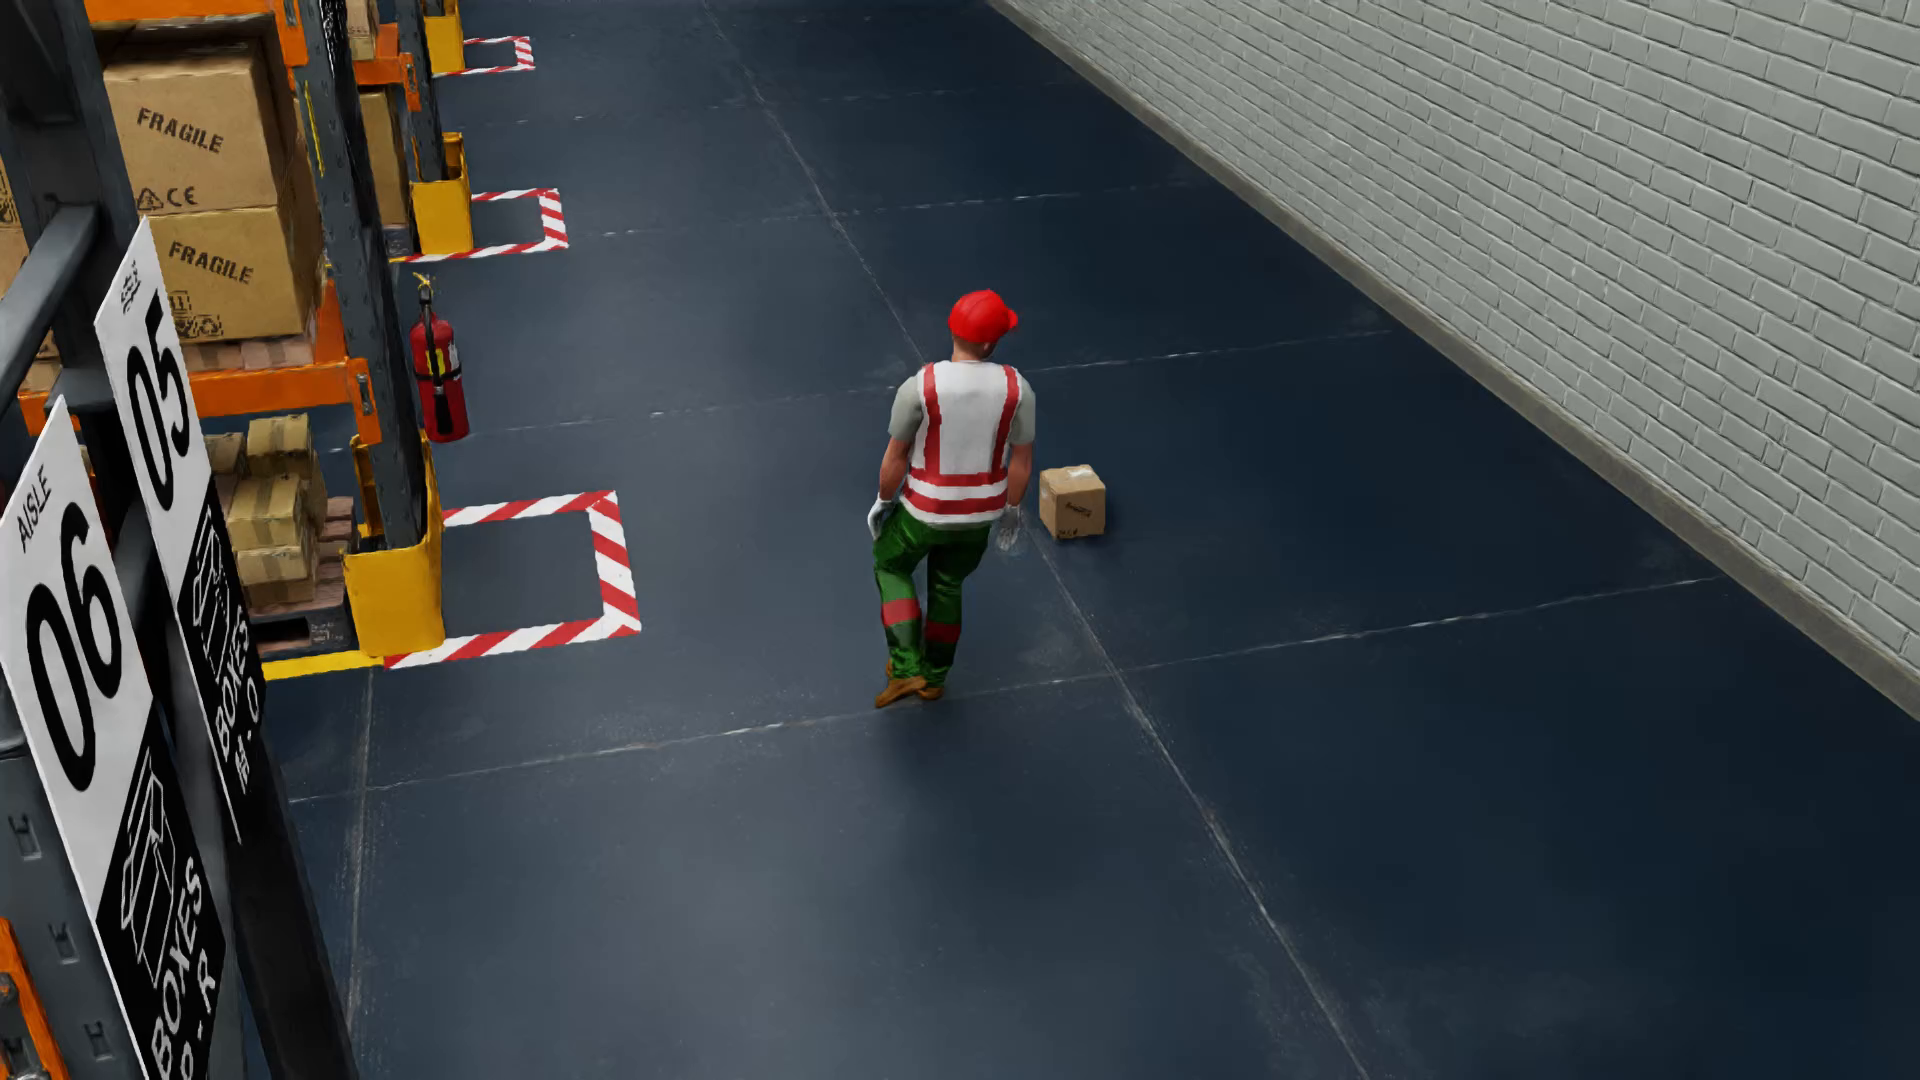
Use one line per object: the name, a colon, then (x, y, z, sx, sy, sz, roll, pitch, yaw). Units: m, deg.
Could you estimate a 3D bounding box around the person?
person: (-0.057, -0.125, 6.351, 0.649, 1.762, 0.516, -9, 31, -16)
